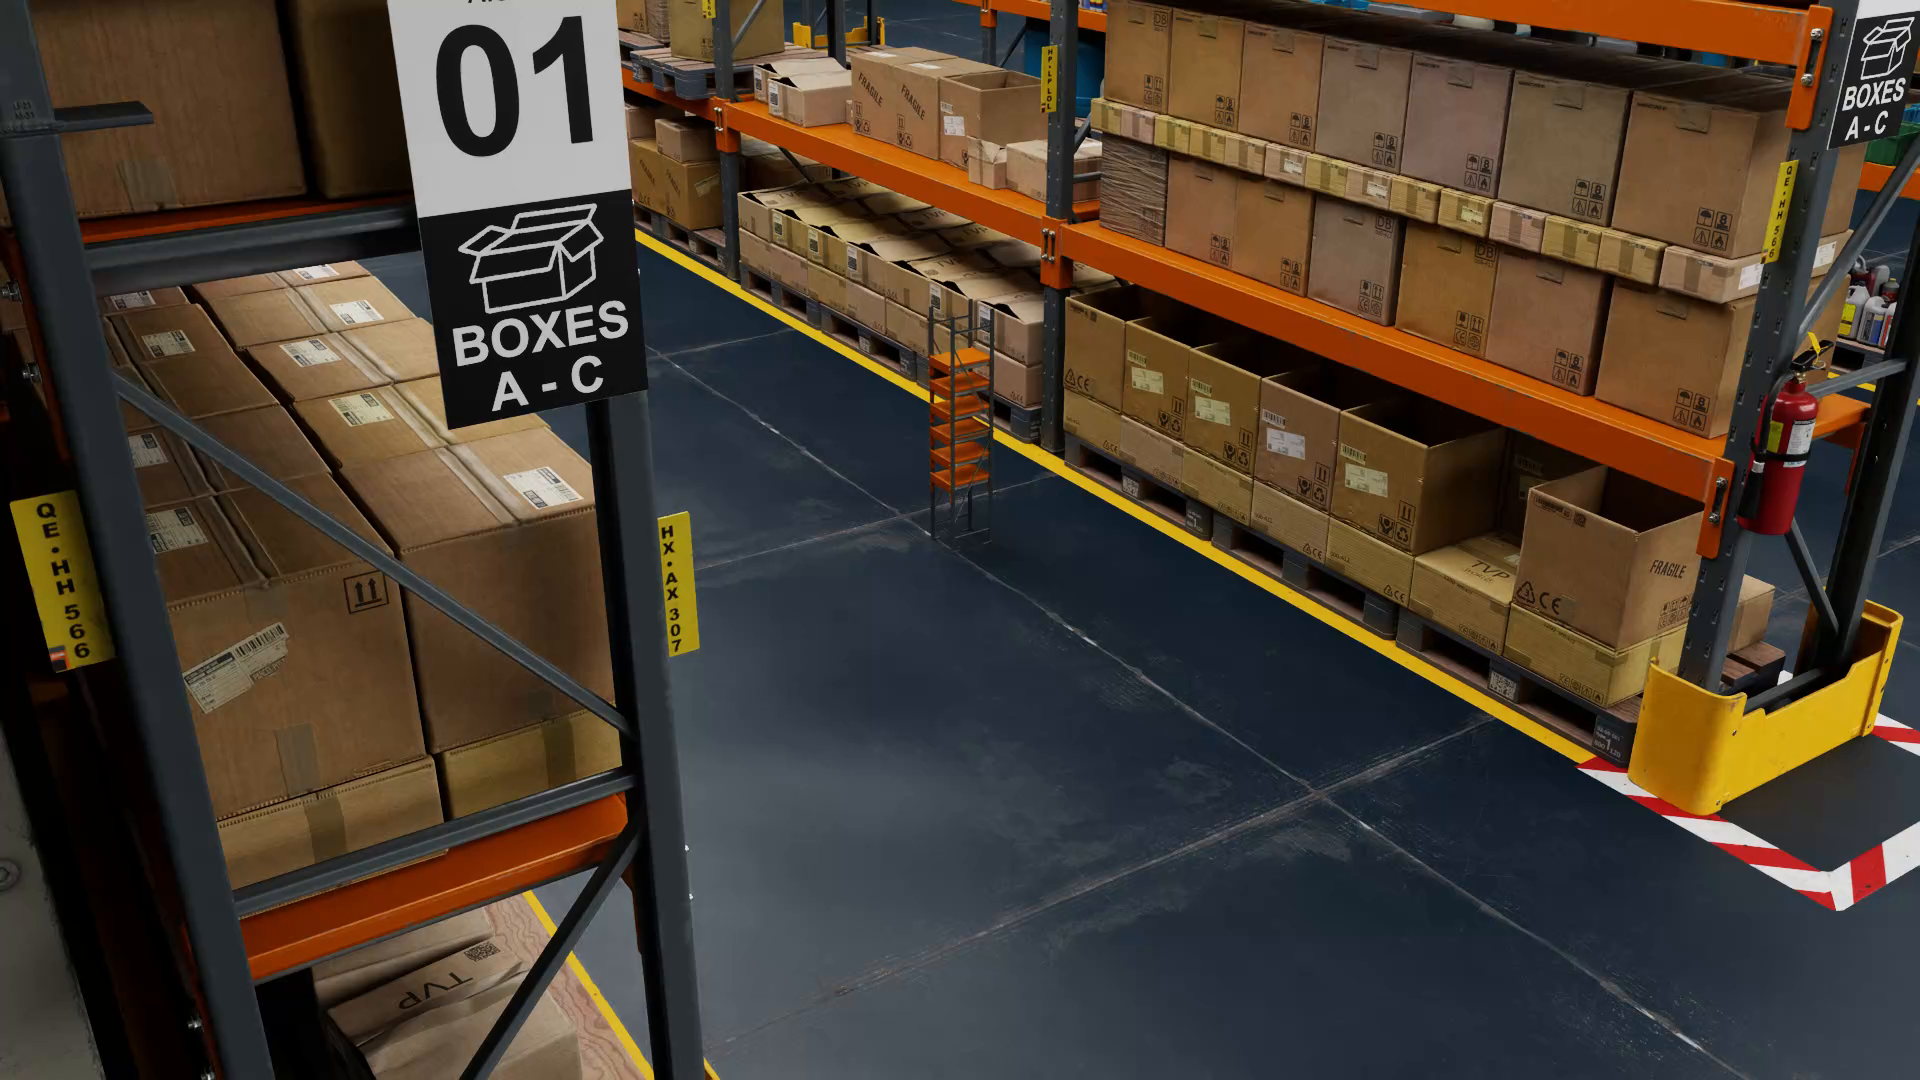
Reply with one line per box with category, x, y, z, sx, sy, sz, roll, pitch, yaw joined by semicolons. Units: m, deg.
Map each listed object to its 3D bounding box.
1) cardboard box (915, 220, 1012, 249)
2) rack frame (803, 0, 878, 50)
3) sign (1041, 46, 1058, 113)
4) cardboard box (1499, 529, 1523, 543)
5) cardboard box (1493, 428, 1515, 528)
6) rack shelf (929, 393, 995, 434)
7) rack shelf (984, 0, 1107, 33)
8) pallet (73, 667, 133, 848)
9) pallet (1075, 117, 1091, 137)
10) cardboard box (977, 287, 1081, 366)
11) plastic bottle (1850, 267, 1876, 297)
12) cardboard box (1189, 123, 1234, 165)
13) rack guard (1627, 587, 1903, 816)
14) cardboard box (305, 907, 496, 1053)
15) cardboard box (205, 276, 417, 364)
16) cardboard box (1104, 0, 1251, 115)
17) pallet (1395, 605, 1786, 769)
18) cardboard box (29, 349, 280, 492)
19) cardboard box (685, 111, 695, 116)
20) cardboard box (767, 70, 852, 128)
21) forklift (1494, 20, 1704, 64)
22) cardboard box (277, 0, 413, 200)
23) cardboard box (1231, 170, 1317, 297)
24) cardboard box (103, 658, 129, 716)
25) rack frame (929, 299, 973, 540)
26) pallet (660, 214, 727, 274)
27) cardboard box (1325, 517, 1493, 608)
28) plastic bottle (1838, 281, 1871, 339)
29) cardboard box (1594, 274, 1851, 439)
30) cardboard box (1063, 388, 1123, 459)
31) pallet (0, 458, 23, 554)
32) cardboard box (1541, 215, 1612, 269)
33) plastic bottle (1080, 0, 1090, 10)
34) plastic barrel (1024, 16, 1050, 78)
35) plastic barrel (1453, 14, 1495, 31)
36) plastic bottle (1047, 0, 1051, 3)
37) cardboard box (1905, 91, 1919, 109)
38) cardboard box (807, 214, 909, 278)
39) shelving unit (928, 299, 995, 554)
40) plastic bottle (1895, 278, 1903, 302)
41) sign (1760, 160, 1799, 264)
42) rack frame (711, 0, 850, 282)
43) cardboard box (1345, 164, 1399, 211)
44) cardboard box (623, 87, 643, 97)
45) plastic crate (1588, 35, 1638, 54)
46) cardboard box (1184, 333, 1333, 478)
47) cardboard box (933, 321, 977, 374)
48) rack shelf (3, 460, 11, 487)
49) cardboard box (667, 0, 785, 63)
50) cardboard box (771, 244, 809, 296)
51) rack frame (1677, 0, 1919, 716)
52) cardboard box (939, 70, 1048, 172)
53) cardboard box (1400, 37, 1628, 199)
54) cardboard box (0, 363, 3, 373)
cardboard box;0.046;-1.925;10.886;0.500;0.311;0.500;-15;29;-28
rack frame;-1.496;-7.415;20.443;1.000;3.000;0.127;-16;29;-30
sign;0.453;-2.327;8.403;0.100;0.325;0.005;-16;29;-30
cardboard box;2.704;0.093;7.268;0.500;0.250;0.500;-16;29;-30
cardboard box;2.422;-0.422;7.482;0.500;0.500;0.500;-16;29;-30
rack shelf;0.008;-0.606;7.951;0.258;0.103;0.180;-16;29;-30
rack shelf;1.780;-4.943;16.050;1.077;0.370;4.000;-16;29;-30
pallet;-2.849;0.679;6.564;1.003;0.211;1.213;-16;29;-30
pallet;1.074;-4.437;17.402;1.003;0.211;1.213;-16;29;-30
cardboard box;0.442;-1.248;9.451;0.500;0.311;0.500;-16;29;-30
plastic bottle;5.926;-1.662;10.923;0.061;0.283;0.133;-16;29;-30
cardboard box;1.311;-1.892;7.867;0.380;0.149;0.250;-16;30;-30
rack guard;3.100;0.600;6.393;1.175;0.500;0.348;-16;29;-30
cardboard box;-1.676;1.161;4.910;0.500;0.311;0.500;-13;28;-25
cardboard box;-1.901;-0.451;4.966;0.500;0.500;0.500;-15;29;-28
cardboard box;1.150;-2.444;8.277;0.700;0.500;0.500;-15;29;-29
pallet;2.634;0.458;7.032;1.003;0.211;1.213;-16;29;-30
cardboard box;-2.050;-0.149;4.325;0.500;0.500;0.500;-16;30;-31
cardboard box;-2.419;-3.432;14.418;0.500;0.500;0.500;-15;29;-29
cardboard box;-0.955;-2.995;11.185;0.500;0.311;0.500;-16;30;-30
forklift;3.264;-2.177;9.429;1.130;2.935;3.031;-8;27;-17
cardboard box;-1.035;-0.972;3.140;0.500;0.500;0.500;-15;29;-28
cardboard box;1.714;-1.490;7.776;0.700;0.500;0.500;-15;29;-29
cardboard box;-2.050;0.192;4.483;0.500;0.250;0.500;-16;30;-30
rack frame;-0.042;-0.570;8.052;0.240;1.200;0.006;-16;29;-30
pallet;-1.657;-2.415;13.119;1.003;0.211;1.213;-16;29;-30
cardboard box;1.989;0.037;7.386;0.500;0.250;0.500;-16;29;-30
plastic bottle;5.585;-1.452;10.400;0.144;0.351;0.185;-14;29;-27
cardboard box;2.842;-0.754;6.216;0.700;0.500;0.500;-16;29;-30
cardboard box;0.902;-0.680;8.905;0.500;0.250;0.500;-16;29;-30
pallet;-4.342;-0.268;8.570;1.003;0.211;1.213;-16;29;-30
cardboard box;2.434;-1.154;6.305;0.380;0.149;0.250;-16;30;-30
plastic bottle;1.253;-5.259;16.023;0.152;0.276;0.135;-16;29;-30
plastic barrel;0.971;-5.026;17.350;0.600;0.901;0.708;-16;29;-30
plastic barrel;4.080;-3.995;13.039;0.433;0.535;0.433;0;25;0
plastic bottle;0.915;-5.426;16.463;0.097;0.201;0.097;0;25;0
cardboard box;8.643;-3.745;15.082;0.700;0.500;0.500;-16;29;-30
cardboard box;-0.671;-1.976;10.994;0.500;0.311;0.500;-16;30;-31
shelving unit;0.008;-0.537;7.983;0.258;1.200;0.189;-16;29;-30
plastic bottle;6.158;-1.609;10.825;0.097;0.271;0.097;0;25;0
sign;2.624;-1.048;5.323;0.100;0.325;0.005;-16;29;-30
rack frame;-1.281;-3.400;11.939;1.000;3.000;0.127;-16;29;-30
cardboard box;1.870;-1.524;7.088;0.380;0.149;0.250;-16;30;-30
cardboard box;-2.859;-3.651;14.005;0.500;0.250;0.500;-15;29;-29
plastic crate;4.534;-3.253;11.553;0.402;0.464;0.583;-16;29;-30
cardboard box;1.440;-0.659;7.982;0.500;0.500;0.500;-16;29;-30
cardboard box;0.159;-1.178;9.961;0.500;0.250;0.500;-16;30;-30
rack shelf;-4.337;-1.204;8.129;1.077;0.370;4.000;-16;29;-30
cardboard box;-1.719;-3.834;12.250;0.500;0.500;0.700;18;31;33
cardboard box;-0.966;-1.911;11.514;0.500;0.250;0.500;-16;30;-31
rack frame;3.086;-0.539;5.878;1.000;3.000;0.127;-16;29;-30
cardboard box;0.210;-2.482;9.876;0.500;0.500;0.500;-13;28;-26
cardboard box;2.246;-1.727;6.757;0.700;0.500;0.500;-15;29;-29
cardboard box;-3.164;-0.877;5.869;0.500;0.500;0.500;-16;30;-31
